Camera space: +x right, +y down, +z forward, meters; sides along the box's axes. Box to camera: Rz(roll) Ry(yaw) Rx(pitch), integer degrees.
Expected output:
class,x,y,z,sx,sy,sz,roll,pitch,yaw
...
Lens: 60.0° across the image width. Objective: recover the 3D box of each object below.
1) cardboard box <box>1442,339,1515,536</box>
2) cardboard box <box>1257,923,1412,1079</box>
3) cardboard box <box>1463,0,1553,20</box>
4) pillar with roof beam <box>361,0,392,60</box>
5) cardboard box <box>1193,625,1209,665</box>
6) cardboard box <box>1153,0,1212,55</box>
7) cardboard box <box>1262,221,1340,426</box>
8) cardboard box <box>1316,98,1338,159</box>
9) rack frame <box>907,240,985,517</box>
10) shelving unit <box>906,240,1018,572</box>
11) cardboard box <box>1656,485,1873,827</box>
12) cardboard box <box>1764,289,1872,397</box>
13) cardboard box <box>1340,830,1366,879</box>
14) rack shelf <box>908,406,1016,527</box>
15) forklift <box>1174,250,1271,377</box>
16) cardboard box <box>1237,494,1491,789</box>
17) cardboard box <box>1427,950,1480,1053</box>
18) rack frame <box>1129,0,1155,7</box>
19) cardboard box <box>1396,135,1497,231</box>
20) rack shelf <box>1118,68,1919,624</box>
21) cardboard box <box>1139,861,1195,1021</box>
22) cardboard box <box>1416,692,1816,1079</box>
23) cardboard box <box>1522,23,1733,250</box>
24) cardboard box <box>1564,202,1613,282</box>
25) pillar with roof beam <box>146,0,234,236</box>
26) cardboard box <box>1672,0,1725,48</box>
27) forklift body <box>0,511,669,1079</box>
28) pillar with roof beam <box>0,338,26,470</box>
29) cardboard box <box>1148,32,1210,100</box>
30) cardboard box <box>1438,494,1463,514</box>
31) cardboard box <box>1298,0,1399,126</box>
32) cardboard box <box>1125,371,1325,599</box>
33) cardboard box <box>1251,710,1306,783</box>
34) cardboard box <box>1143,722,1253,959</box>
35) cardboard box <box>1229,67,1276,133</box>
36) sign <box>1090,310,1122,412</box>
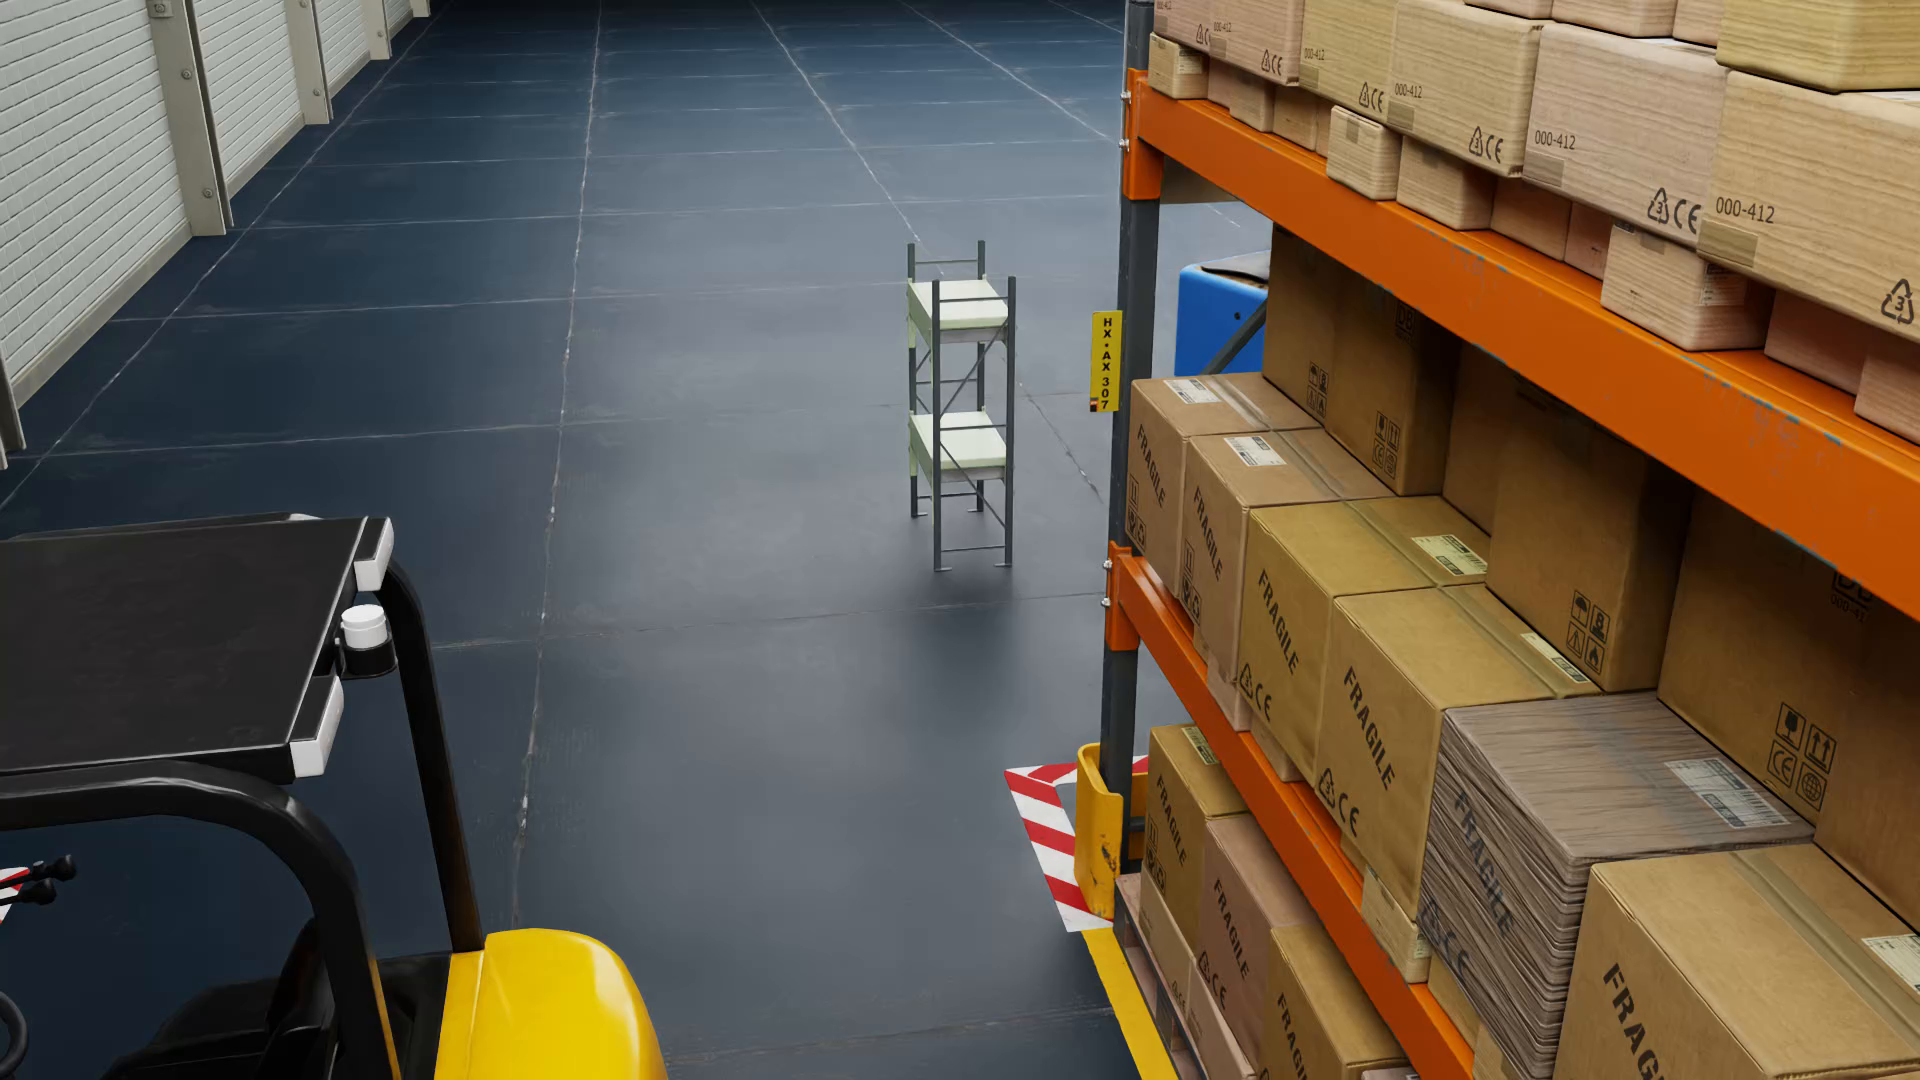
class,x,y,z,sx,sy,sz,roll,pitch,yaw
cardboard box,1.583,-0.263,3.858,0.700,0.500,0.500,-5,24,-10
cardboard box,1.060,1.274,4.058,0.500,0.500,0.500,-4,24,-9
cardboard box,1.078,-0.963,2.776,0.380,0.149,0.250,-4,24,-9
pillar with roof beam,-4.850,-11.998,24.979,9.100,9.000,0.400,-4,24,-10
cardboard box,0.881,0.273,4.692,0.380,0.149,0.250,-5,24,-11
cardboard box,0.823,-1.425,4.332,0.500,0.250,0.500,-5,24,-11
cardboard box,1.301,-0.655,4.757,0.700,0.500,0.500,-5,24,-11
cardboard box,1.009,-0.902,3.633,0.380,0.149,0.250,-5,24,-11
rack frame,-0.069,-0.834,8.785,0.400,1.500,0.023,-4,24,-10
shelving unit,-0.001,-0.690,8.456,0.431,1.500,0.755,-4,24,-10
cardboard box,1.724,0.142,2.931,0.700,0.500,0.500,-5,24,-11
cardboard box,1.342,-0.295,2.245,0.380,0.149,0.250,-5,24,-12
cardboard box,1.091,0.681,3.758,0.380,0.149,0.250,-5,24,-11
rack shelf,-0.001,-0.391,8.586,0.431,0.370,0.720,-4,24,-10
forklift,2.774,-2.140,9.987,3.031,2.935,1.130,-15,28,-31
cardboard box,1.001,0.229,3.982,0.500,0.500,0.500,-5,24,-11
cardboard box,1.164,0.883,3.295,0.380,0.149,0.250,-5,24,-11
rack frame,0.992,-2.949,4.259,1.000,3.000,0.127,-4,24,-10
cardboard box,1.066,-0.696,3.163,0.380,0.149,0.250,-5,24,-11
rack shelf,1.362,-0.458,3.202,1.077,0.370,4.000,-4,24,-10
cardboard box,0.869,1.205,5.153,0.500,0.250,0.500,-5,24,-10
cardboard box,1.203,0.629,3.065,0.500,0.500,0.500,-4,24,-8
cardboard box,1.211,-0.623,2.496,0.500,0.250,0.500,-5,24,-11
cardboard box,1.232,-0.502,2.717,0.380,0.149,0.250,-4,24,-9
pillar with roof beam,-2.631,-7.278,14.172,9.100,9.000,0.400,-4,24,-10
cardboard box,1.251,-0.769,2.332,0.380,0.149,0.250,-5,24,-11
forklift body,-1.742,1.169,3.387,2.313,2.155,1.214,-4,24,-10
pillar with roof beam,-1.521,-4.918,8.768,9.100,9.000,0.400,-4,24,-10
cardboard box,0.734,-1.305,4.556,0.380,0.149,0.250,-4,24,-10
cardboard box,1.451,0.008,4.487,0.500,0.500,0.500,-4,24,-10
cardboard box,1.027,-1.024,3.416,0.500,0.250,0.500,-4,24,-8
cardboard box,0.807,-0.175,4.907,0.500,0.500,0.500,-5,24,-11
cardboard box,0.964,0.475,4.228,0.380,0.149,0.250,-4,24,-8
cardboard box,0.874,0.871,4.981,0.500,0.500,0.500,-5,24,-12
cardboard box,0.886,-1.101,4.090,0.380,0.149,0.250,-4,24,-8
sign,0.459,-0.556,5.195,0.100,0.325,0.005,-4,24,-10
